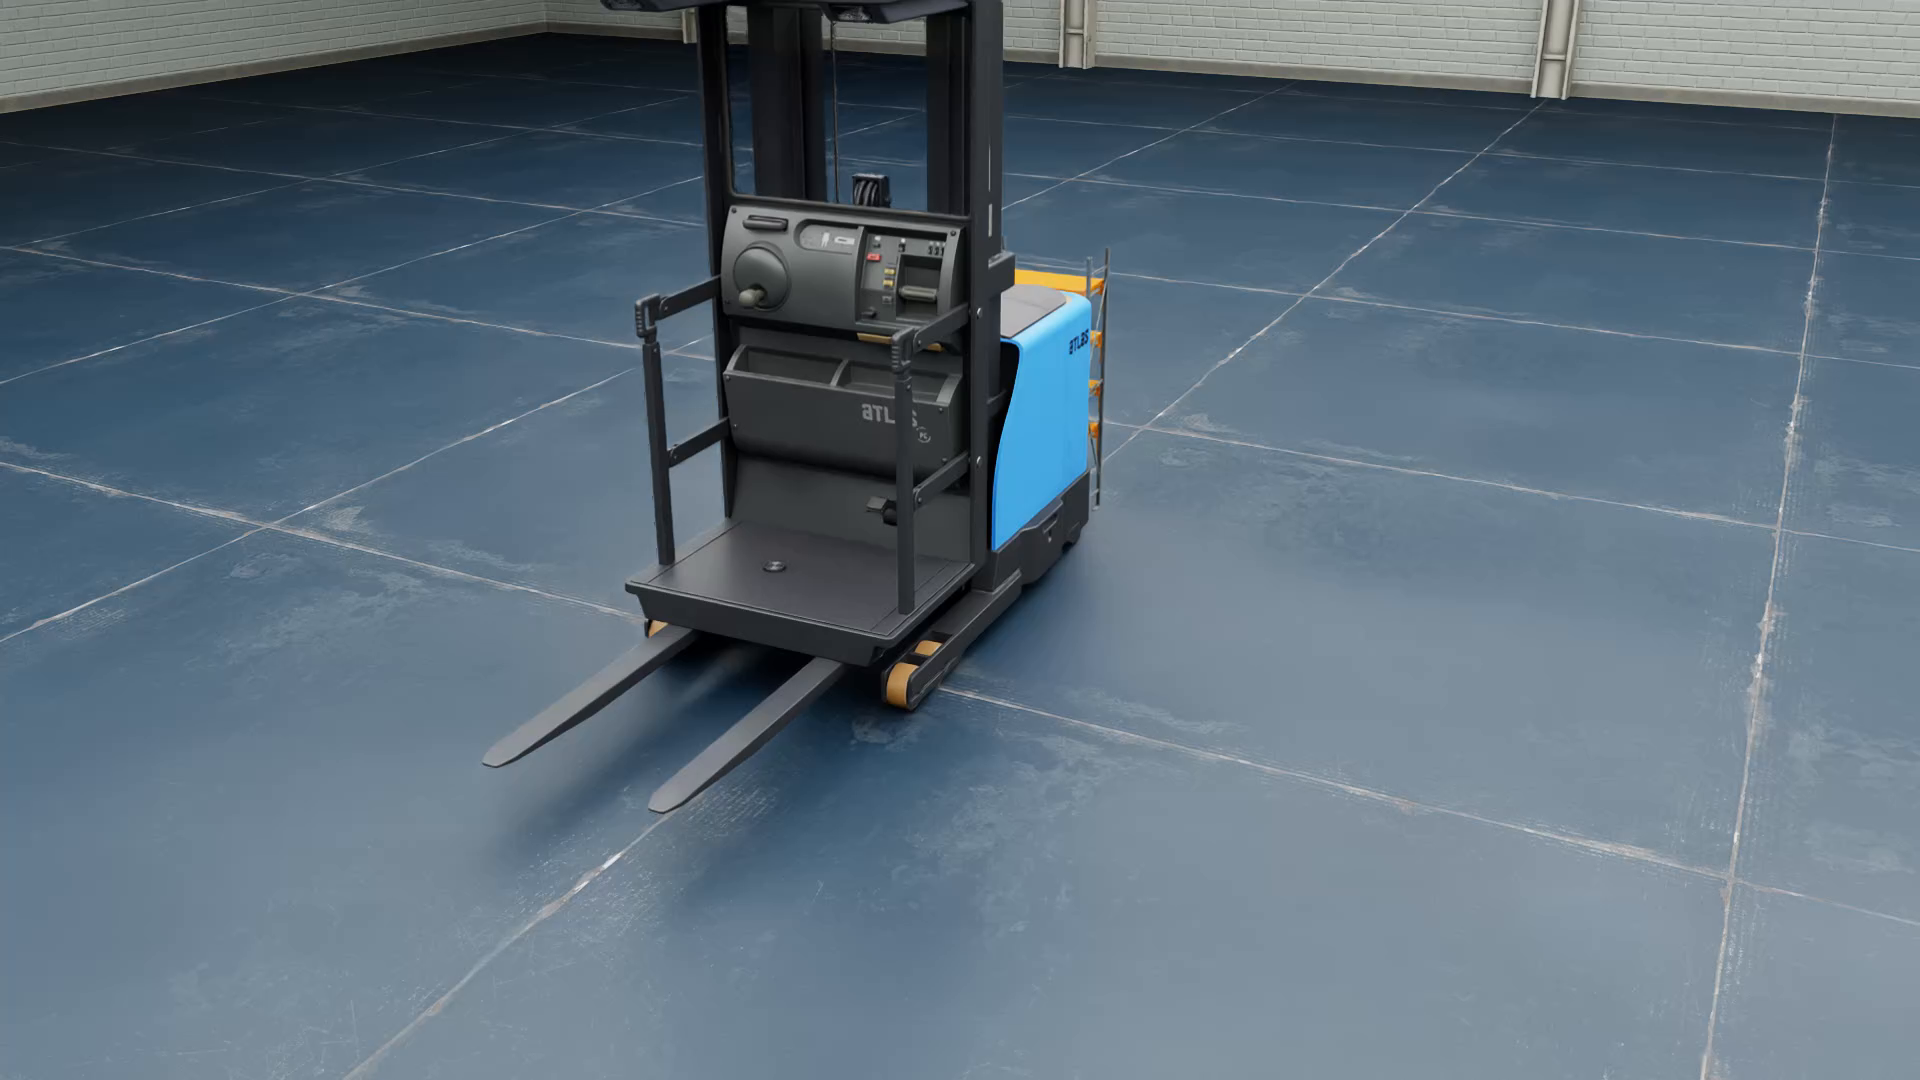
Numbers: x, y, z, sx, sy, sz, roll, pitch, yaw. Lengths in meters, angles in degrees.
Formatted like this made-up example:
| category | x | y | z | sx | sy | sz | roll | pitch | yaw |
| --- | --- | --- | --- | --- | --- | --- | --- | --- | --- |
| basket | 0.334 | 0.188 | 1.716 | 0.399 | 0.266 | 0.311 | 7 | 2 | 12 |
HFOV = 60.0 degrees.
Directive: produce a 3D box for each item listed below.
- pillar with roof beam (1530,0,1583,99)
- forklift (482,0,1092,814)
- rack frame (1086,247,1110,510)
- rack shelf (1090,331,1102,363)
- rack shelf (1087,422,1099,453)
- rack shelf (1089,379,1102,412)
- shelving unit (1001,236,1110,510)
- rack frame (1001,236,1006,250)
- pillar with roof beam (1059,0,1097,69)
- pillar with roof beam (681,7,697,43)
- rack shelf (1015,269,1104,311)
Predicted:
| category | x | y | z | sx | sy | sz | roll | pitch | yaw |
| --- | --- | --- | --- | --- | --- | --- | --- | --- | --- |
| pillar with roof beam | 4.955 | -7.820 | 14.141 | 0.400 | 9.000 | 9.100 | 11 | 25 | 25 |
| forklift | -0.520 | -0.945 | 5.727 | 1.130 | 2.935 | 3.031 | 10 | 25 | 23 |
| rack frame | 0.586 | -0.666 | 7.280 | 0.015 | 1.200 | 0.240 | 10 | 25 | 23 |
| rack shelf | 0.365 | -0.851 | 7.315 | 0.480 | 0.148 | 0.258 | 10 | 25 | 23 |
| rack shelf | 0.364 | -0.461 | 7.478 | 0.480 | 0.148 | 0.258 | 10 | 25 | 23 |
| rack shelf | 0.365 | -0.644 | 7.401 | 0.480 | 0.148 | 0.258 | 10 | 25 | 23 |
| shelving unit | 0.365 | -0.706 | 7.375 | 0.503 | 1.200 | 0.258 | 10 | 25 | 23 |
| rack frame | 0.144 | -0.747 | 7.470 | 0.015 | 1.200 | 0.240 | 10 | 25 | 23 |
| pillar with roof beam | -0.400 | -8.880 | 16.632 | 0.400 | 9.000 | 9.100 | 11 | 25 | 25 |
| pillar with roof beam | -5.754 | -9.939 | 19.123 | 0.400 | 9.000 | 9.100 | 11 | 25 | 25 |
| rack shelf | 0.366 | -1.069 | 7.224 | 0.480 | 0.148 | 0.258 | 10 | 25 | 23 |
